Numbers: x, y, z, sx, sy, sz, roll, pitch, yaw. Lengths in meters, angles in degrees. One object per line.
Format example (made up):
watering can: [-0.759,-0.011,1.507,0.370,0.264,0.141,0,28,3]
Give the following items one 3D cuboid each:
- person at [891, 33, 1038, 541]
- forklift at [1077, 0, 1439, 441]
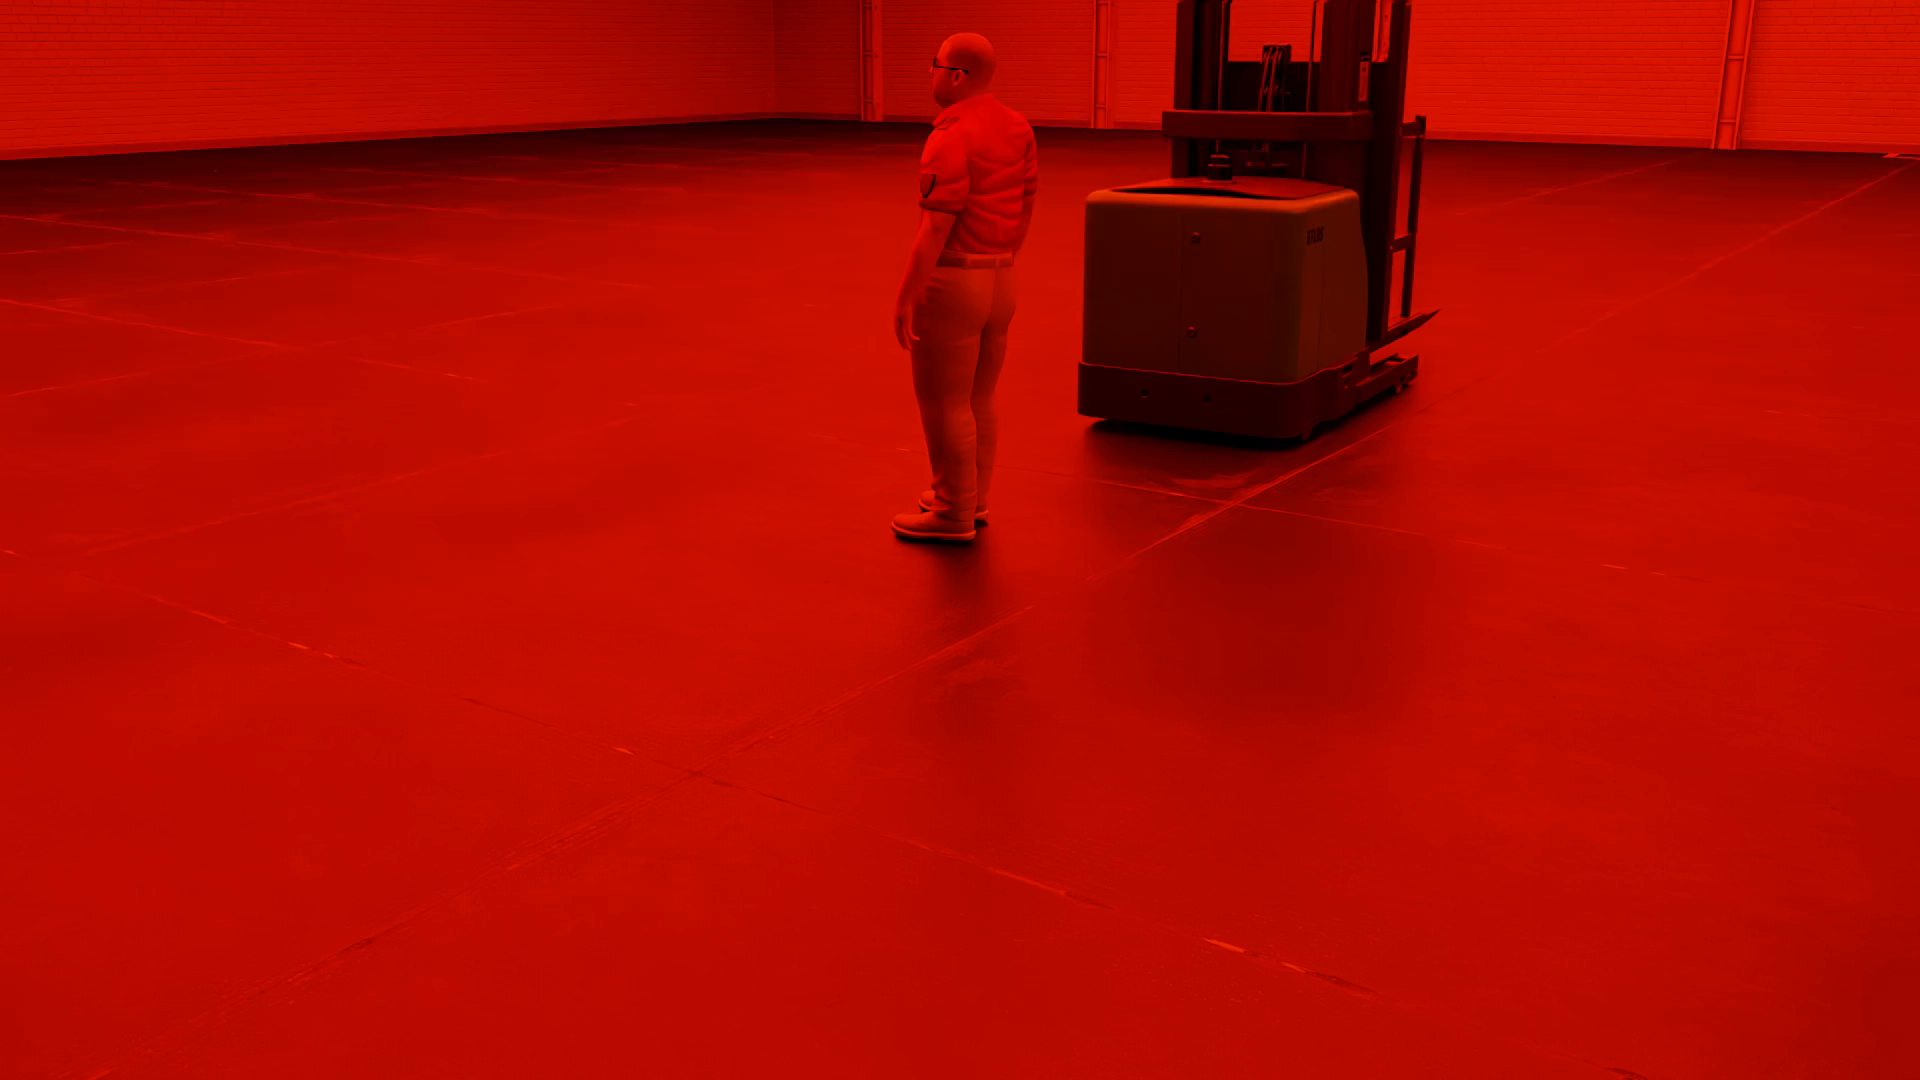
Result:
person: [-0.067,-0.852,5.757,0.551,1.727,0.640,11,20,33]
forklift: [1.722,-2.209,8.221,1.130,2.935,3.031,10,19,29]
